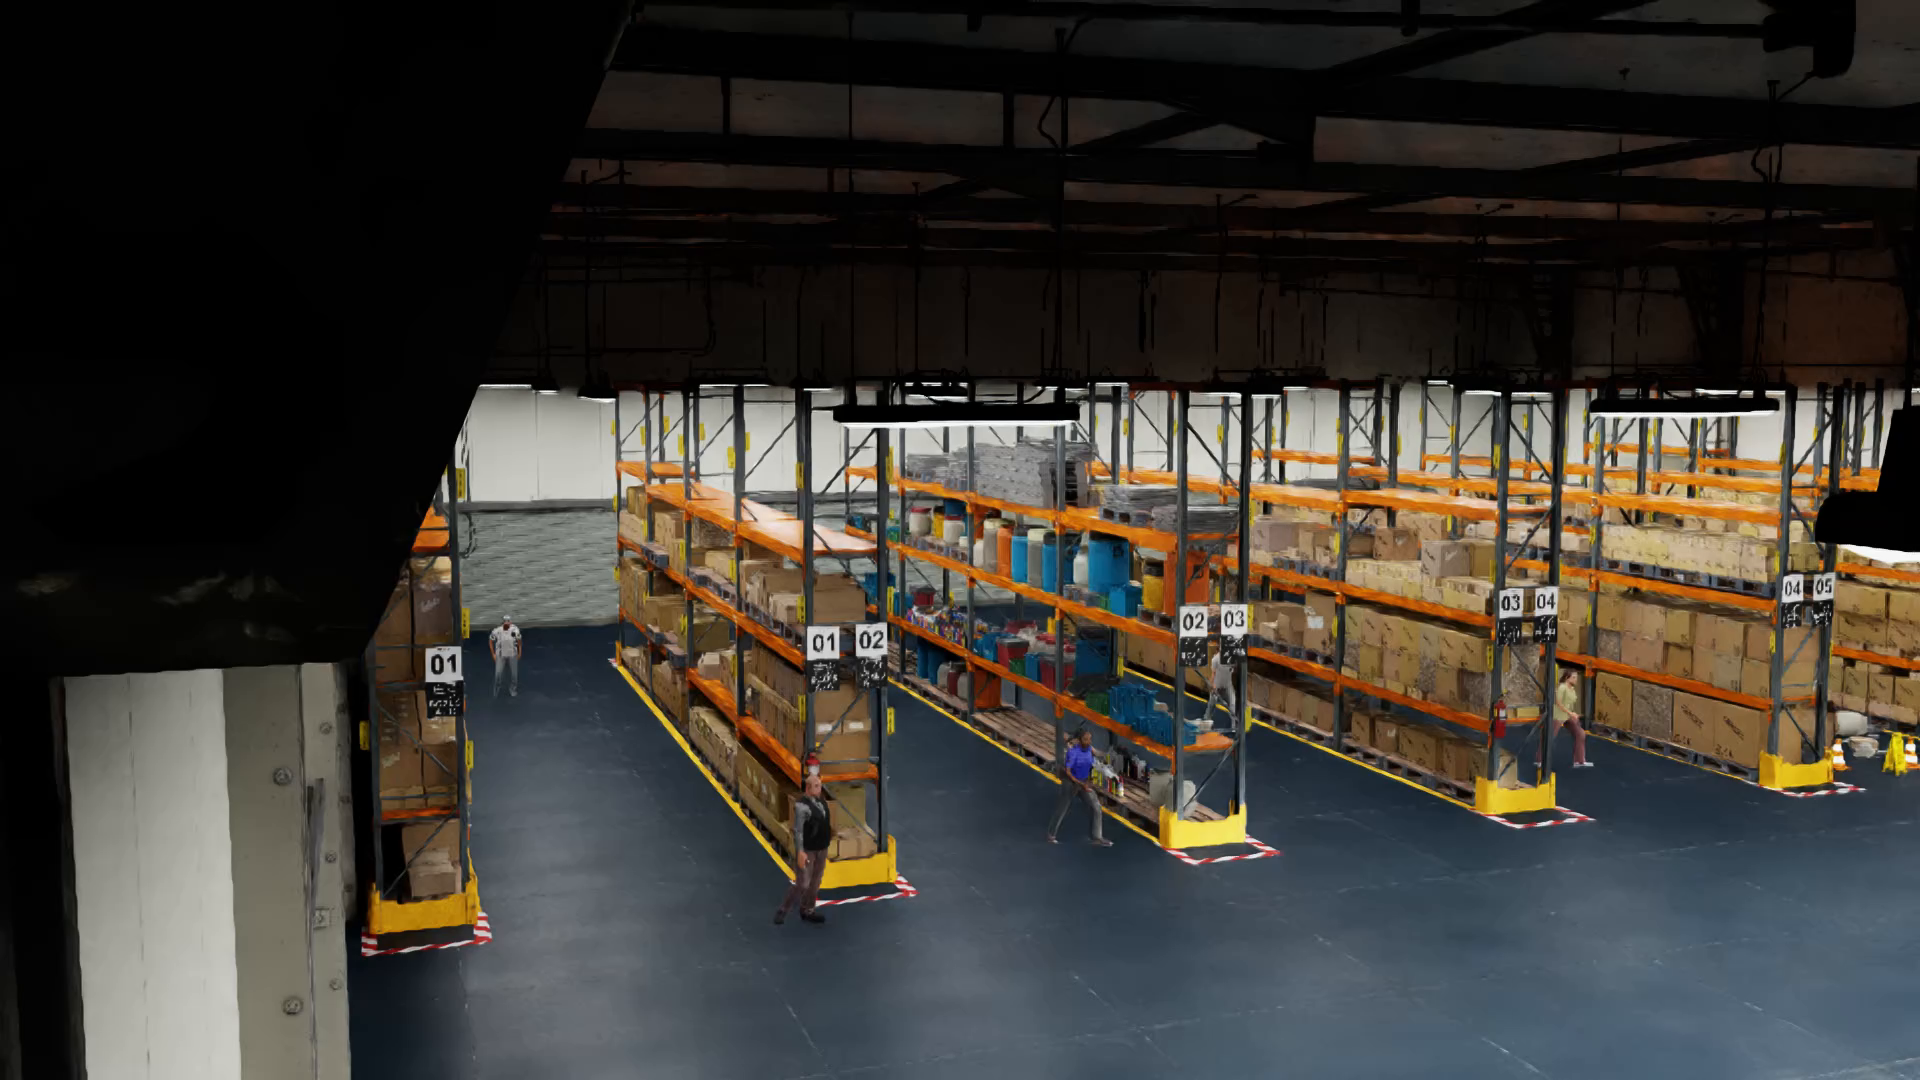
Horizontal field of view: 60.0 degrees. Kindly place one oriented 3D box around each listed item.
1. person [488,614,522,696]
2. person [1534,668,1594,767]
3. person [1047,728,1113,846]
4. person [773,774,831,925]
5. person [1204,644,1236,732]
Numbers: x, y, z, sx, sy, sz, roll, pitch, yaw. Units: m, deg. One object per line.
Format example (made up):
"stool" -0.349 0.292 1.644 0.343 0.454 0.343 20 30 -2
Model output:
"person" -8.639 2.198 31.649 0.625 1.607 0.575 -2 7 -22
"person" 9.433 2.776 26.016 0.621 1.610 0.790 -5 8 -39
"person" 1.547 3.235 21.885 0.622 1.567 0.822 -4 7 -36
"person" -1.778 3.497 18.756 0.518 1.711 0.709 3 7 29
"person" 4.536 2.487 28.745 0.446 1.590 1.110 -2 6 -17
